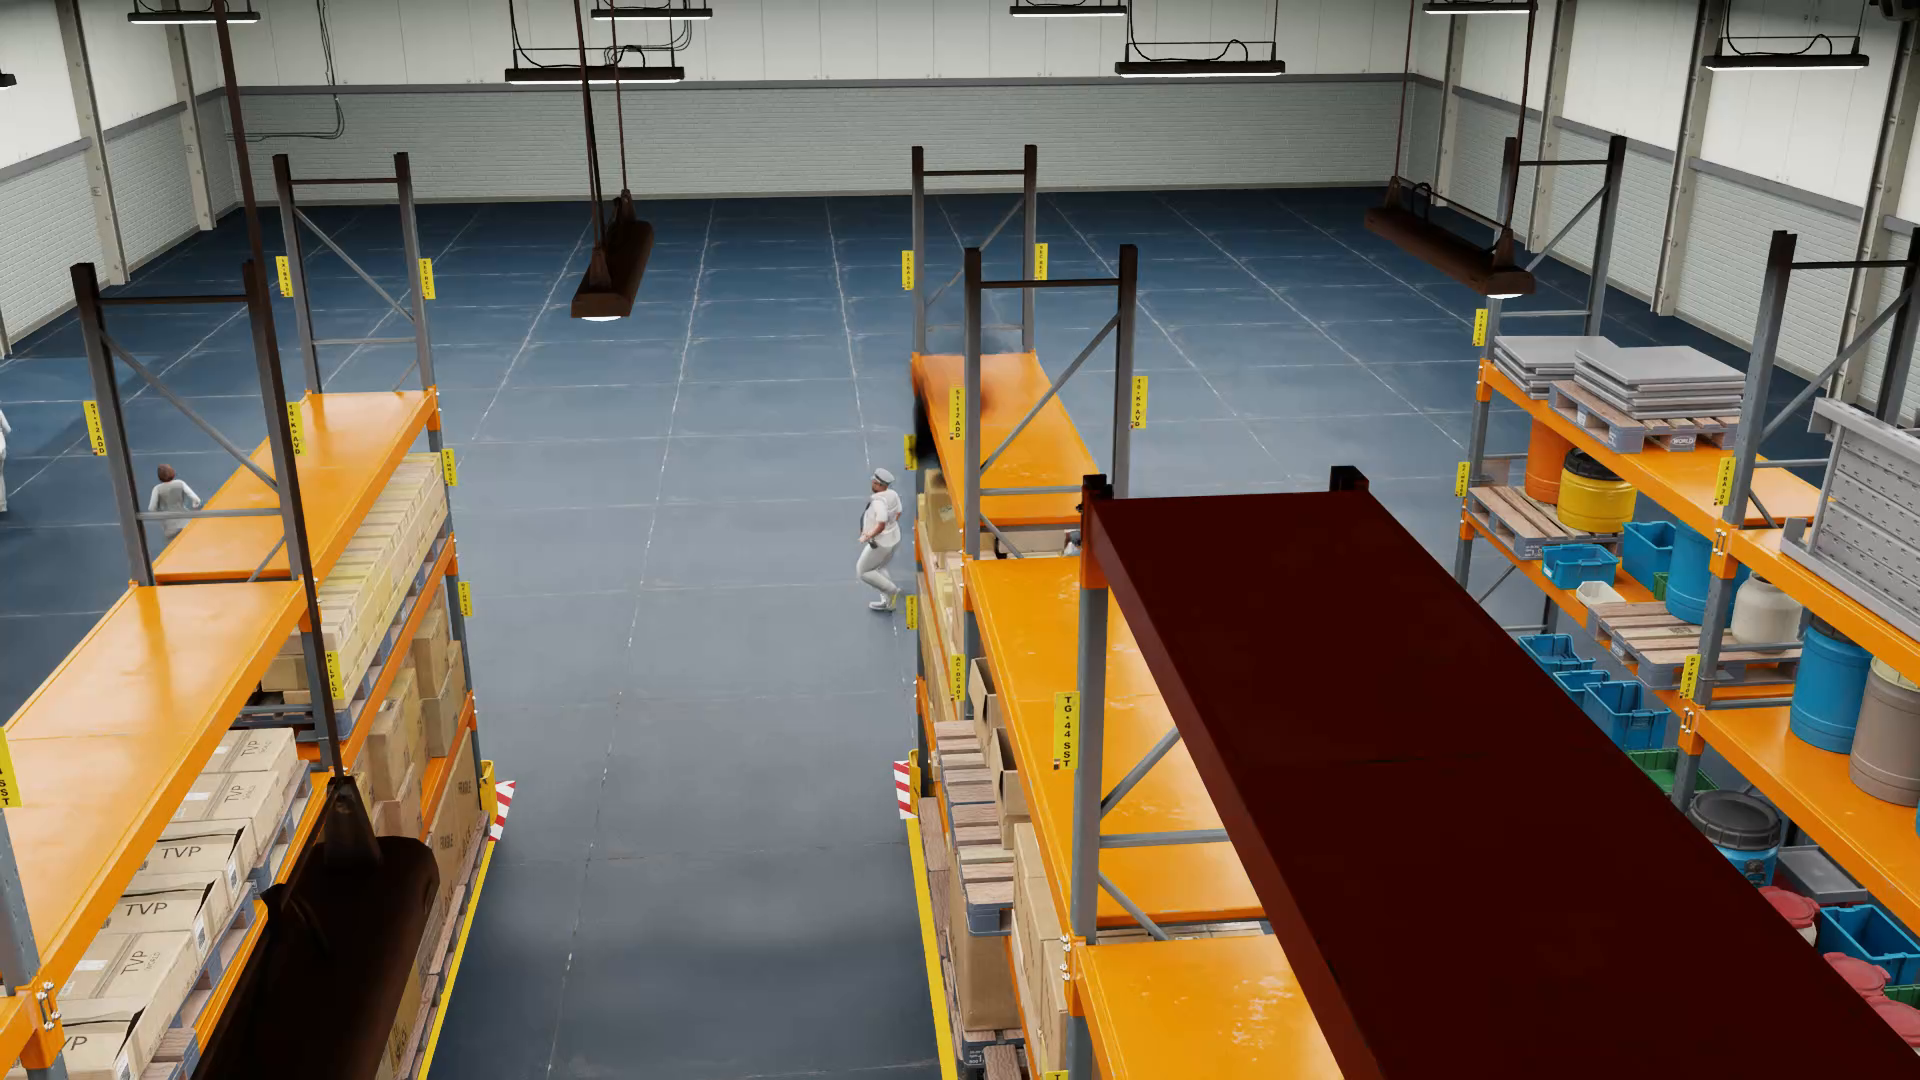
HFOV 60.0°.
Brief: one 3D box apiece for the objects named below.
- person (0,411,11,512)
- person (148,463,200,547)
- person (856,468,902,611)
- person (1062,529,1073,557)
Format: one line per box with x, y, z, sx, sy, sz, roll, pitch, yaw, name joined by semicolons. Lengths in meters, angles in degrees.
-13.105;-1.225;22.386;0.576;1.725;0.638;20;29;41;person
-9.345;-0.154;19.858;0.804;1.575;0.538;18;28;37;person
-0.920;-0.001;19.281;0.596;1.736;0.640;9;23;22;person
1.109;0.177;18.890;0.883;1.687;0.587;9;23;21;person
